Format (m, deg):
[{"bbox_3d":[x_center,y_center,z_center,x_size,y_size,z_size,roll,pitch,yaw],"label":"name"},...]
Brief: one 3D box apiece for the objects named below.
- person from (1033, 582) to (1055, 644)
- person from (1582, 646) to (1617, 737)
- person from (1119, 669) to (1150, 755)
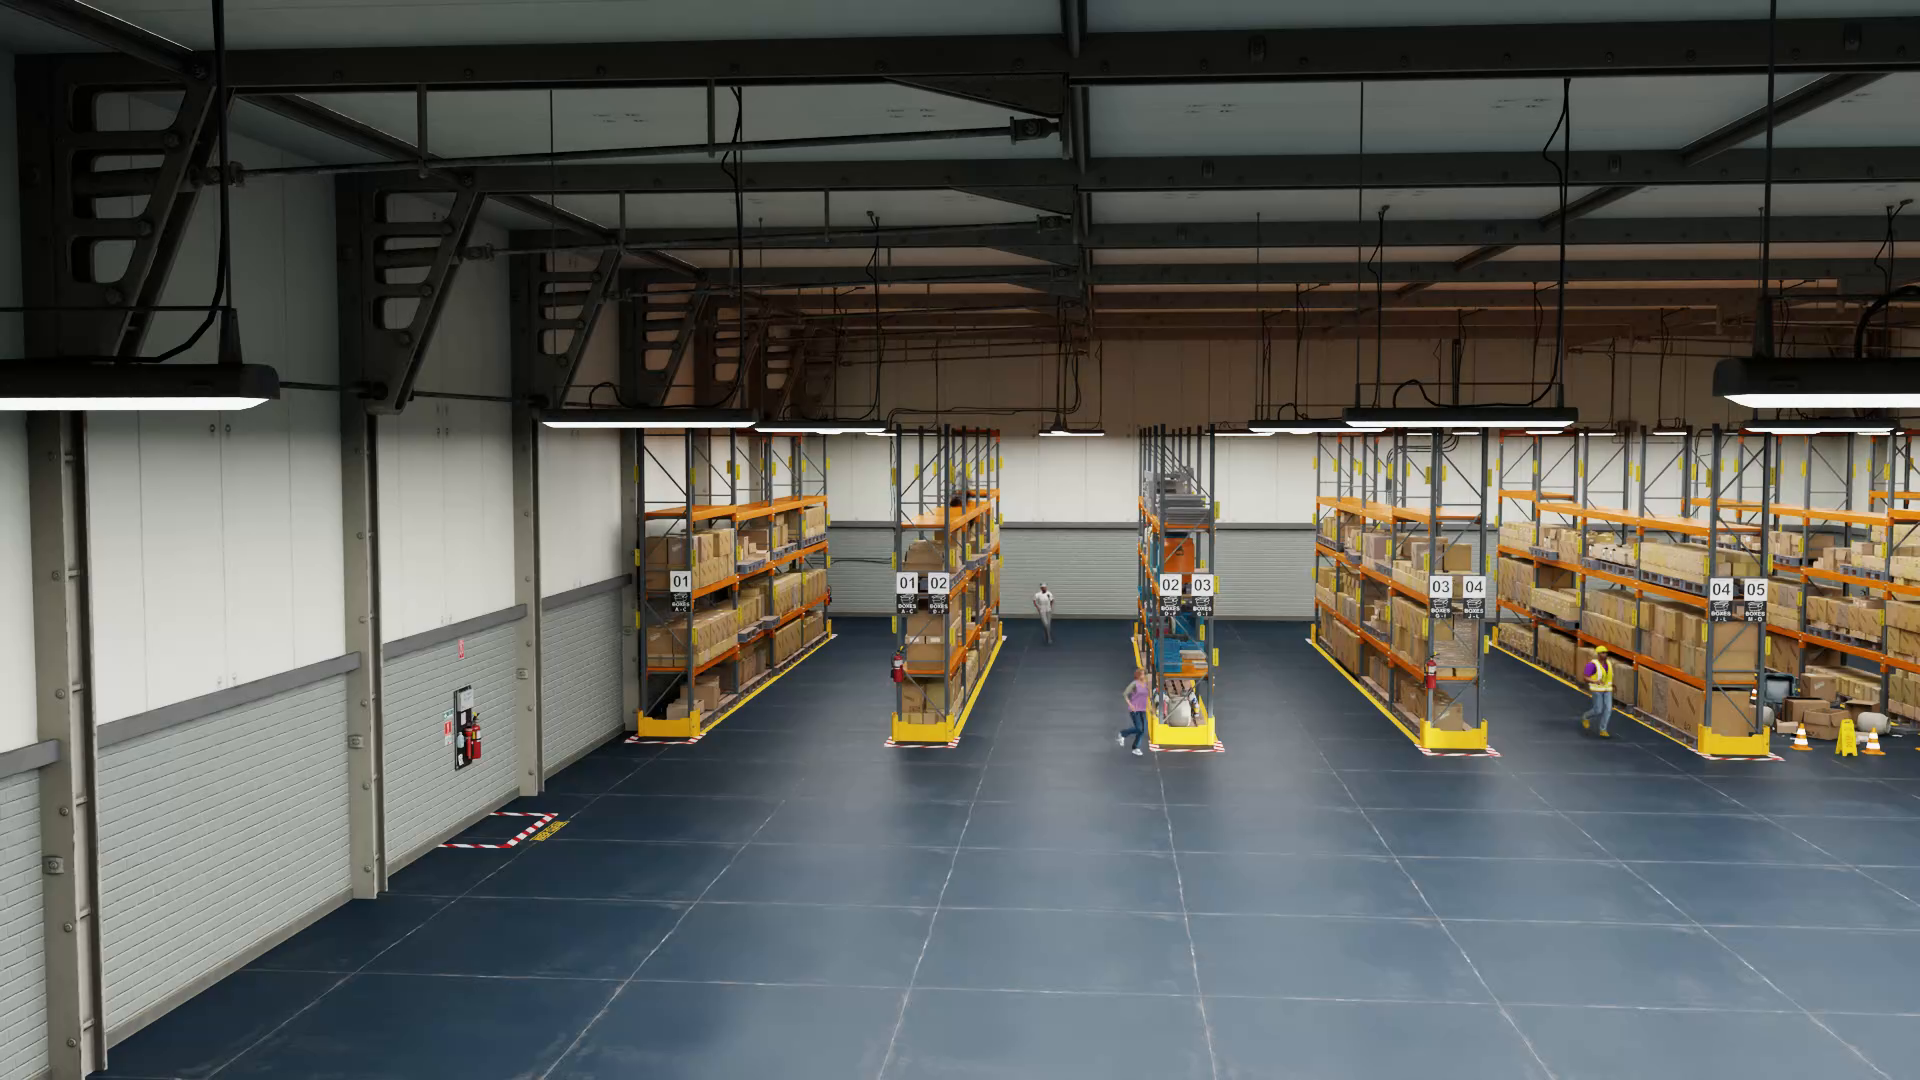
[{"bbox_3d":[2.377,2.039,46.687,0.581,1.723,0.712,-1,4,-17],"label":"person"},{"bbox_3d":[12.337,2.899,32.088,0.706,1.732,0.733,-1,4,-15],"label":"person"},{"bbox_3d":[3.235,3.115,30.349,0.605,1.537,0.572,-3,5,-42],"label":"person"}]
